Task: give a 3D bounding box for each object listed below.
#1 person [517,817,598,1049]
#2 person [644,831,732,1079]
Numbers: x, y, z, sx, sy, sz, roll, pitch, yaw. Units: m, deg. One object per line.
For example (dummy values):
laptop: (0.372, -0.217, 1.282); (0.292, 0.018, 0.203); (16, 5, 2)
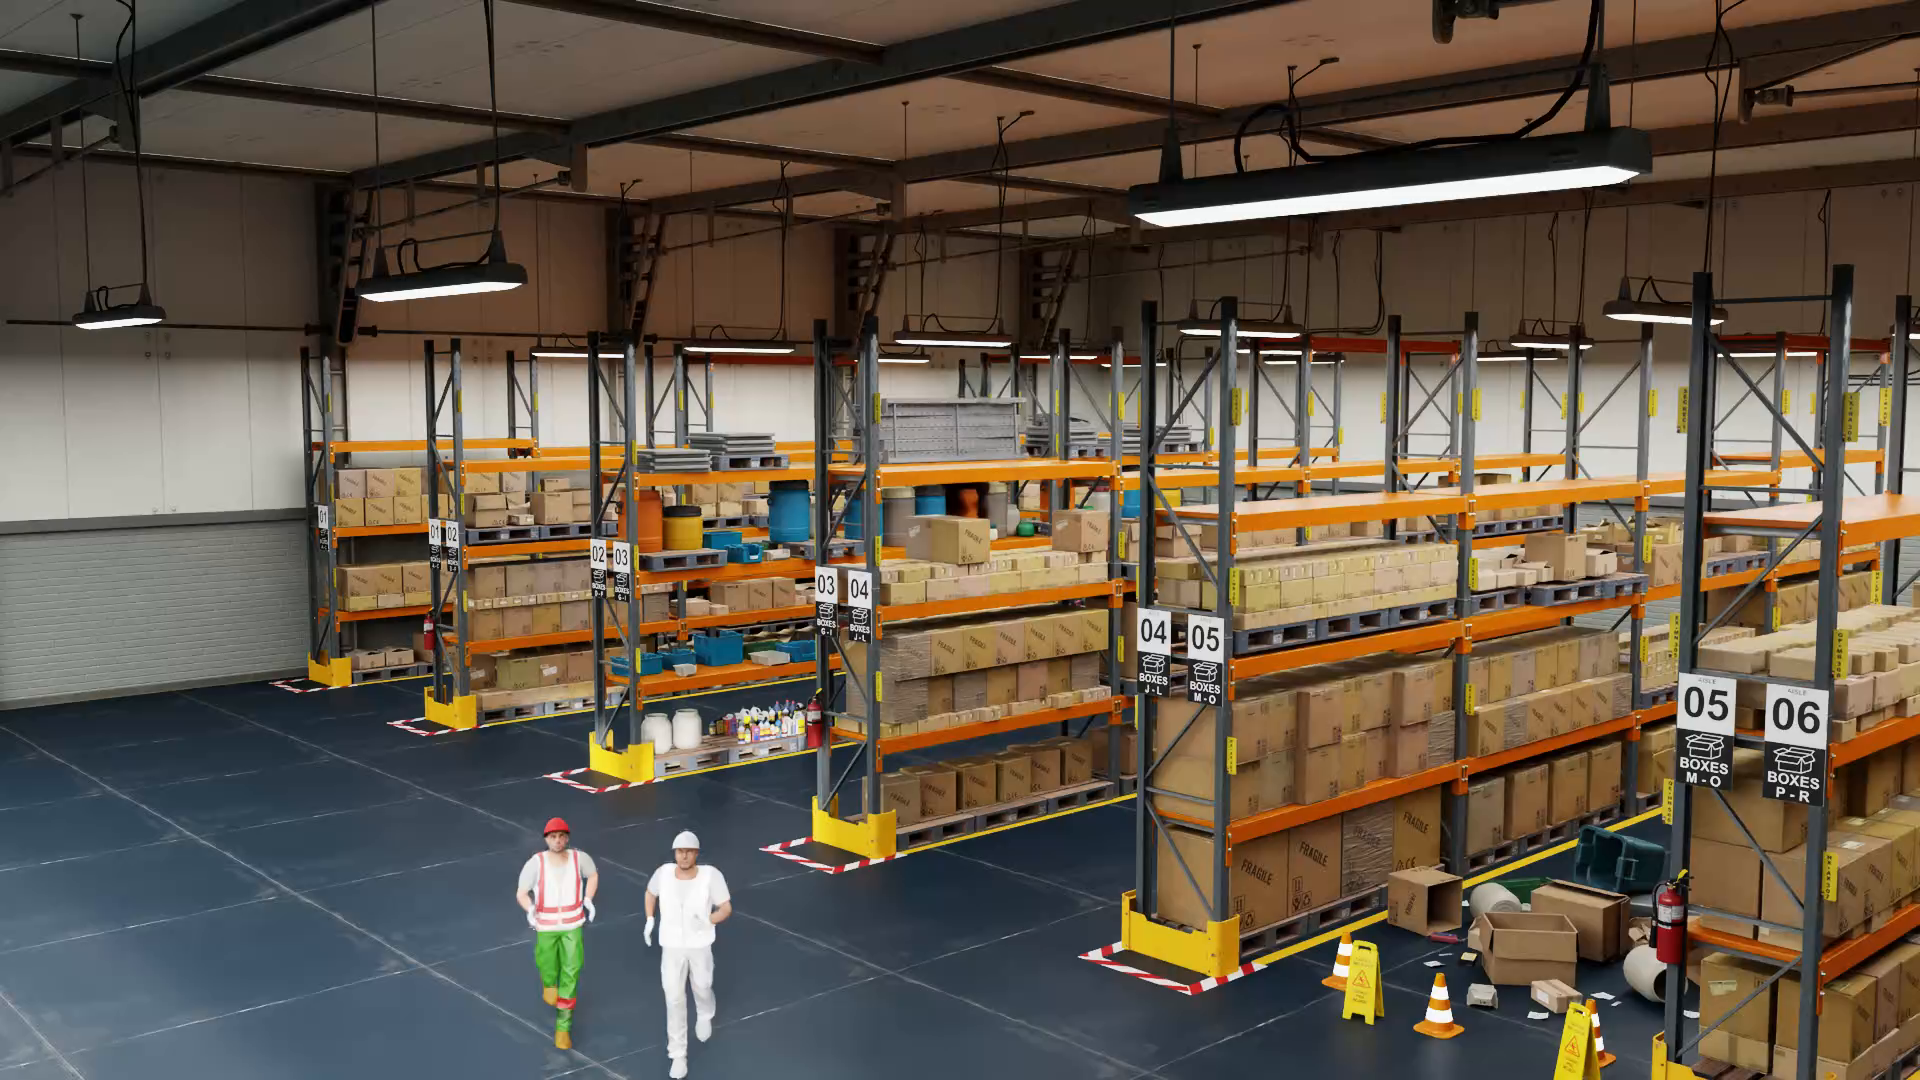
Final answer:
person: (-3.230, 3.109, 13.417); (0.657, 1.772, 0.869); (-2, 5, -18)
person: (-2.106, 3.125, 12.847); (0.694, 1.780, 0.929); (0, 5, -3)
